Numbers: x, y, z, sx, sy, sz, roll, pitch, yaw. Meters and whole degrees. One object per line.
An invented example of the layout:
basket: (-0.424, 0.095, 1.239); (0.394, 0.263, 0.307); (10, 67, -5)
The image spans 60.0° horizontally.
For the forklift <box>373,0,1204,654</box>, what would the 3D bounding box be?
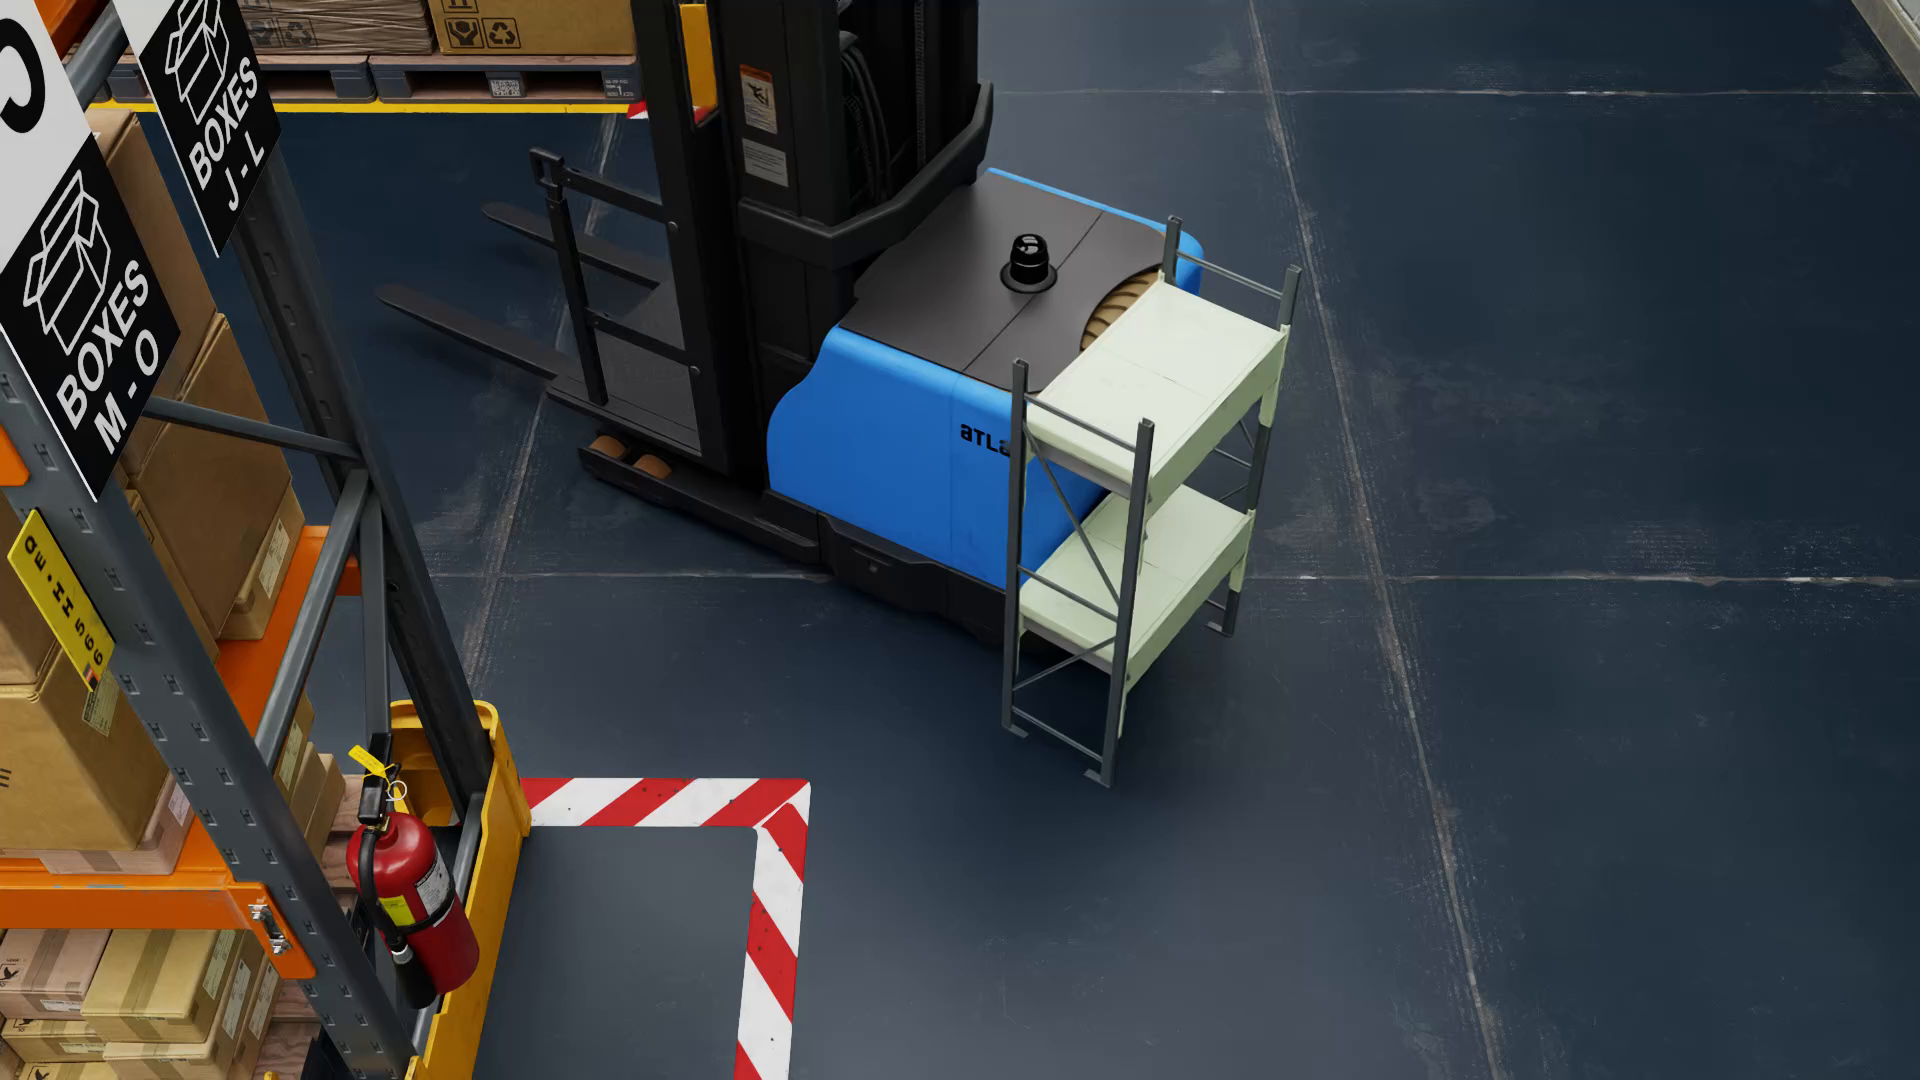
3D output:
forklift: (-0.759, -1.445, 5.092); (3.031, 2.935, 1.130); (23, 51, 20)

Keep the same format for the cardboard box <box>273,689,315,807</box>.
cardboard box: (-1.901, 0.571, 4.423); (0.250, 0.149, 0.380); (-2, 47, -2)

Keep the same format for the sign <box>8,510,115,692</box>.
sign: (-1.401, 0.100, 2.601); (0.005, 0.325, 0.100); (0, 47, 0)

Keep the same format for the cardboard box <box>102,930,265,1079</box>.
cardboard box: (-1.908, 1.130, 4.106); (0.250, 0.149, 0.380); (-1, 47, -1)

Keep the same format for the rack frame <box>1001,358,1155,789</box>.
rack frame: (0.298, 0.151, 4.584); (0.400, 1.500, 0.023); (28, 53, 24)

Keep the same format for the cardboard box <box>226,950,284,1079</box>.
cardboard box: (-1.906, 1.175, 4.268); (0.250, 0.149, 0.380); (1, 47, 1)

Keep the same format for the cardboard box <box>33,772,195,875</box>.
cardboard box: (-1.706, 0.487, 3.419); (0.250, 0.149, 0.380); (0, 47, 0)

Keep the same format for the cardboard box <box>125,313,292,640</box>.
cardboard box: (-1.827, -0.143, 3.562); (0.500, 0.500, 0.500); (2, 47, 2)

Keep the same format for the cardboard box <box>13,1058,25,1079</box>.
cardboard box: (-2.427, 1.185, 4.259); (0.250, 0.149, 0.380); (0, 47, 0)

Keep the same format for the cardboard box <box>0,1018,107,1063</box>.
cardboard box: (-2.169, 1.090, 4.144); (0.250, 0.149, 0.380); (-1, 47, -1)

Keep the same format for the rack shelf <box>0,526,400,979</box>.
rack shelf: (-3.379, 0.435, 3.787); (4.000, 0.370, 1.077); (0, 47, 0)

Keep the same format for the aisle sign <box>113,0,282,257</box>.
aisle sign: (-1.305, -0.909, 2.771); (0.004, 0.787, 0.394); (0, 47, 0)

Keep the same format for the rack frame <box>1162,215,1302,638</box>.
rack frame: (0.730, -0.281, 4.987); (0.400, 1.500, 0.023); (28, 53, 24)

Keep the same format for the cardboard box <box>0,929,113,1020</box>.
cardboard box: (-2.160, 0.963, 4.059); (0.250, 0.149, 0.380); (1, 47, 1)

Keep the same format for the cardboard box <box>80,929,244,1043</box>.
cardboard box: (-1.909, 1.005, 4.019); (0.250, 0.149, 0.380); (1, 47, 1)

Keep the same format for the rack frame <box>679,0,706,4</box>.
rack frame: (-1.259, -3.435, 6.898); (0.127, 3.000, 1.000); (0, 47, 0)

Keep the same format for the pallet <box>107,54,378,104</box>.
pallet: (-3.276, -2.435, 7.872); (1.213, 0.211, 1.003); (0, 47, 0)

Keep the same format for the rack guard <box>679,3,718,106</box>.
rack guard: (-1.235, -2.583, 7.813); (0.348, 0.500, 1.175); (0, 47, 0)

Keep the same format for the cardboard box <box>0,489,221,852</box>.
cardboard box: (-1.829, 0.247, 3.199); (0.500, 0.500, 0.500); (1, 47, 1)

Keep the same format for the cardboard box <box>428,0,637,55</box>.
cardboard box: (-1.899, -2.797, 7.469); (0.875, 0.875, 0.875); (0, 47, 0)

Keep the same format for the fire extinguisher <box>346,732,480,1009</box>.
fire extinguisher: (-1.129, 0.688, 3.368); (0.183, 0.674, 0.296); (0, 47, 0)

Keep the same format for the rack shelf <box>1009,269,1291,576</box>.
rack shelf: (0.514, -0.331, 4.500); (0.431, 0.370, 0.720); (28, 53, 24)

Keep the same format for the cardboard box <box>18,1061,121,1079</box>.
cardboard box: (-2.163, 1.249, 4.199); (0.250, 0.149, 0.380); (1, 47, 1)

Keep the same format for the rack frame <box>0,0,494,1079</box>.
rack frame: (-1.379, 0.196, 3.519); (0.127, 3.000, 1.000); (0, 47, 0)

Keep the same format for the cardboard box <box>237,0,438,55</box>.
cardboard box: (-2.809, -2.799, 7.471); (0.875, 0.875, 0.875); (0, 47, 0)

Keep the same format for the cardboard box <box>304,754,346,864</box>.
cardboard box: (-1.901, 0.788, 4.628); (0.250, 0.149, 0.380); (1, 47, 1)

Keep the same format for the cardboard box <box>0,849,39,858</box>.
cardboard box: (-1.954, 0.459, 3.445); (0.250, 0.149, 0.380); (0, 47, 0)

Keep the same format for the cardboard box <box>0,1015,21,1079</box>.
cardboard box: (-2.427, 1.130, 4.107); (0.250, 0.149, 0.380); (-2, 47, -1)

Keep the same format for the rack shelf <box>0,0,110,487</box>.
rack shelf: (-3.379, -0.587, 2.689); (4.000, 0.370, 1.077); (0, 47, 0)

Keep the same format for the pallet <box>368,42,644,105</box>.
pallet: (-2.059, -2.429, 7.867); (1.213, 0.211, 1.003); (0, 47, 0)

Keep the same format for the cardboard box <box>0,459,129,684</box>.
cardboard box: (-1.837, -0.100, 2.839); (0.500, 0.500, 0.500); (-1, 47, -1)

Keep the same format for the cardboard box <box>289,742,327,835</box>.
cardboard box: (-1.902, 0.733, 4.476); (0.250, 0.149, 0.380); (2, 47, 2)

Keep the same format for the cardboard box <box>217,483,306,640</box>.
cardboard box: (-1.701, 0.041, 3.835); (0.250, 0.149, 0.380); (0, 47, 0)

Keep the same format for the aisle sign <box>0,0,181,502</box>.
aisle sign: (-1.307, -0.470, 2.362); (0.004, 0.787, 0.394); (0, 47, 0)

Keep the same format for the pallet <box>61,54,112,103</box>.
pallet: (-4.499, -2.436, 7.873); (1.213, 0.211, 1.003); (0, 47, 0)

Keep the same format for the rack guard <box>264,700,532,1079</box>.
rack guard: (-1.455, 1.047, 4.434); (0.348, 0.500, 1.175); (0, 47, 0)

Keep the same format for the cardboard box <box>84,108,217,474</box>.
cardboard box: (-1.827, -0.476, 3.189); (0.500, 0.500, 0.500); (0, 47, 0)

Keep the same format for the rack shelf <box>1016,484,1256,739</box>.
rack shelf: (0.514, 0.157, 5.024); (0.431, 0.370, 0.720); (28, 53, 24)

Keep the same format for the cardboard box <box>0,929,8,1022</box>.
cardboard box: (-2.420, 1.055, 3.973); (0.250, 0.149, 0.380); (-1, 47, -1)

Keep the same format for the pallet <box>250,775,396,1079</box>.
pallet: (-2.267, 1.117, 4.566); (1.213, 0.211, 1.003); (0, 47, 0)

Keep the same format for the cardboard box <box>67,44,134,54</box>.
cardboard box: (-3.699, -2.802, 7.473); (0.875, 0.875, 0.875); (0, 47, 0)

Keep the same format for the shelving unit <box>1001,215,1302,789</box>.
shelving unit: (0.514, -0.065, 4.786); (0.431, 1.500, 0.755); (28, 53, 24)
